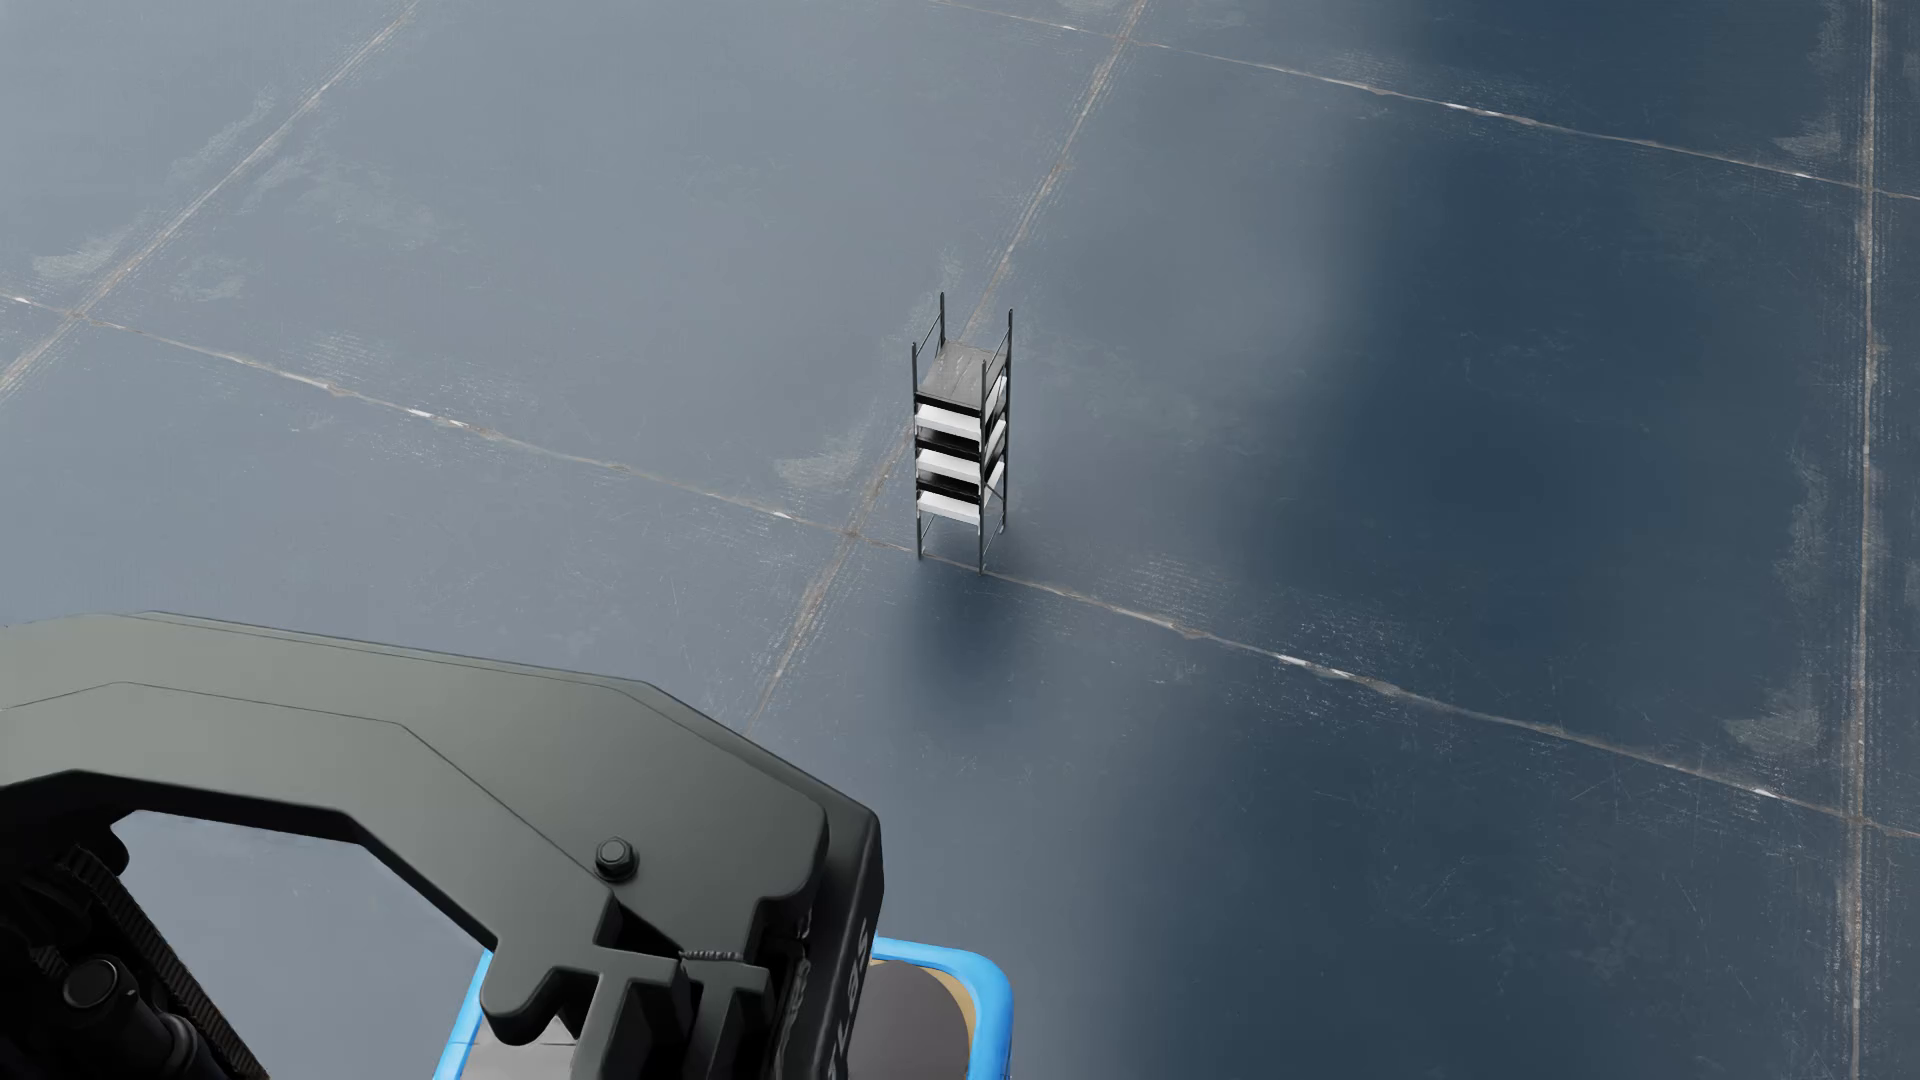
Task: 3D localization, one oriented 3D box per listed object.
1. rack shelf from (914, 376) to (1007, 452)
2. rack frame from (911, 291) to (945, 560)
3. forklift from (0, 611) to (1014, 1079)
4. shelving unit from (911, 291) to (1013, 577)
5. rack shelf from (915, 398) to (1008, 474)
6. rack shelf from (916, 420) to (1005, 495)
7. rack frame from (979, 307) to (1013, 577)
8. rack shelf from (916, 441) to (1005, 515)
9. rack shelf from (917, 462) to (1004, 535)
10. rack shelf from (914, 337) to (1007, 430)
[{"bbox_3d":[0.008,-0.389,4.797,0.200,0.077,0.258,16,51,13],"label":"rack shelf"},{"bbox_3d":[-0.088,-0.319,4.931,0.006,0.900,0.240,16,51,13],"label":"rack frame"},{"bbox_3d":[-0.646,1.573,1.947,1.130,2.935,3.031,8,50,6],"label":"forklift"},{"bbox_3d":[0.008,-0.293,4.908,0.210,0.900,0.258,16,51,13],"label":"shelving unit"},{"bbox_3d":[0.008,-0.330,4.865,0.200,0.077,0.258,16,51,13],"label":"rack shelf"},{"bbox_3d":[0.008,-0.271,4.933,0.200,0.077,0.258,16,51,13],"label":"rack shelf"},{"bbox_3d":[0.103,-0.266,4.885,0.006,0.900,0.240,16,51,13],"label":"rack frame"},{"bbox_3d":[0.008,-0.212,5.001,0.200,0.077,0.258,16,51,13],"label":"rack shelf"},{"bbox_3d":[0.008,-0.153,5.069,0.200,0.077,0.258,16,51,13],"label":"rack shelf"},{"bbox_3d":[0.008,-0.448,4.729,0.200,0.077,0.258,16,51,13],"label":"rack shelf"}]
